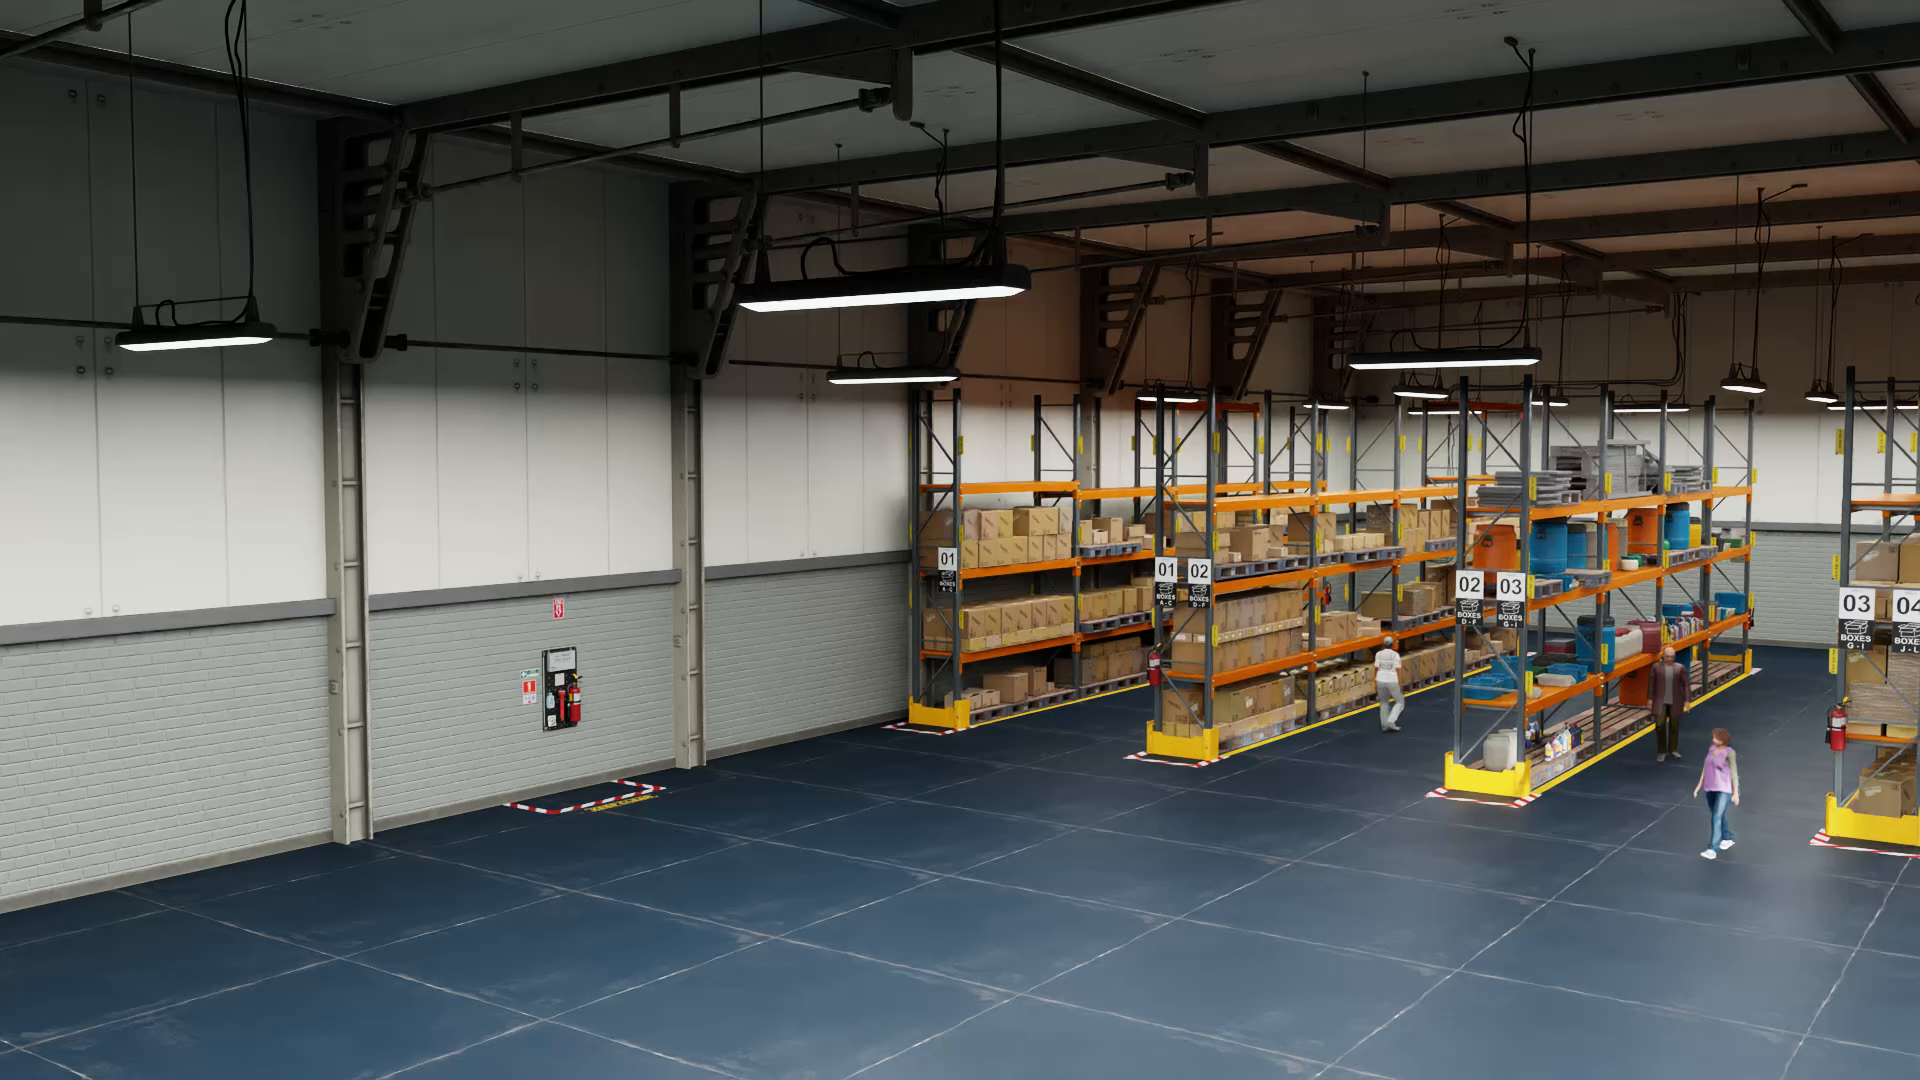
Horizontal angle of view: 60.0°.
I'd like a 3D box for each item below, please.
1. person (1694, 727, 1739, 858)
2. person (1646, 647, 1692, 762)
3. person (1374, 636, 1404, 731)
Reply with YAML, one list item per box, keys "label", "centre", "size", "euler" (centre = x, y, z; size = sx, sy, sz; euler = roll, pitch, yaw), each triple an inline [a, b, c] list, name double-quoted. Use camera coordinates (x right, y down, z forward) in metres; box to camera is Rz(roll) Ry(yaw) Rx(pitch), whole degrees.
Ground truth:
- label: "person"
  centre: [9.245, 3.061, 20.296]
  size: [0.825, 1.565, 0.442]
  euler: [-1, 4, -22]
- label: "person"
  centre: [11.278, 2.631, 26.450]
  size: [0.661, 1.865, 0.516]
  euler: [1, 3, 20]
- label: "person"
  centre: [7.493, 2.522, 29.088]
  size: [0.535, 1.660, 0.506]
  euler: [2, 4, 37]
